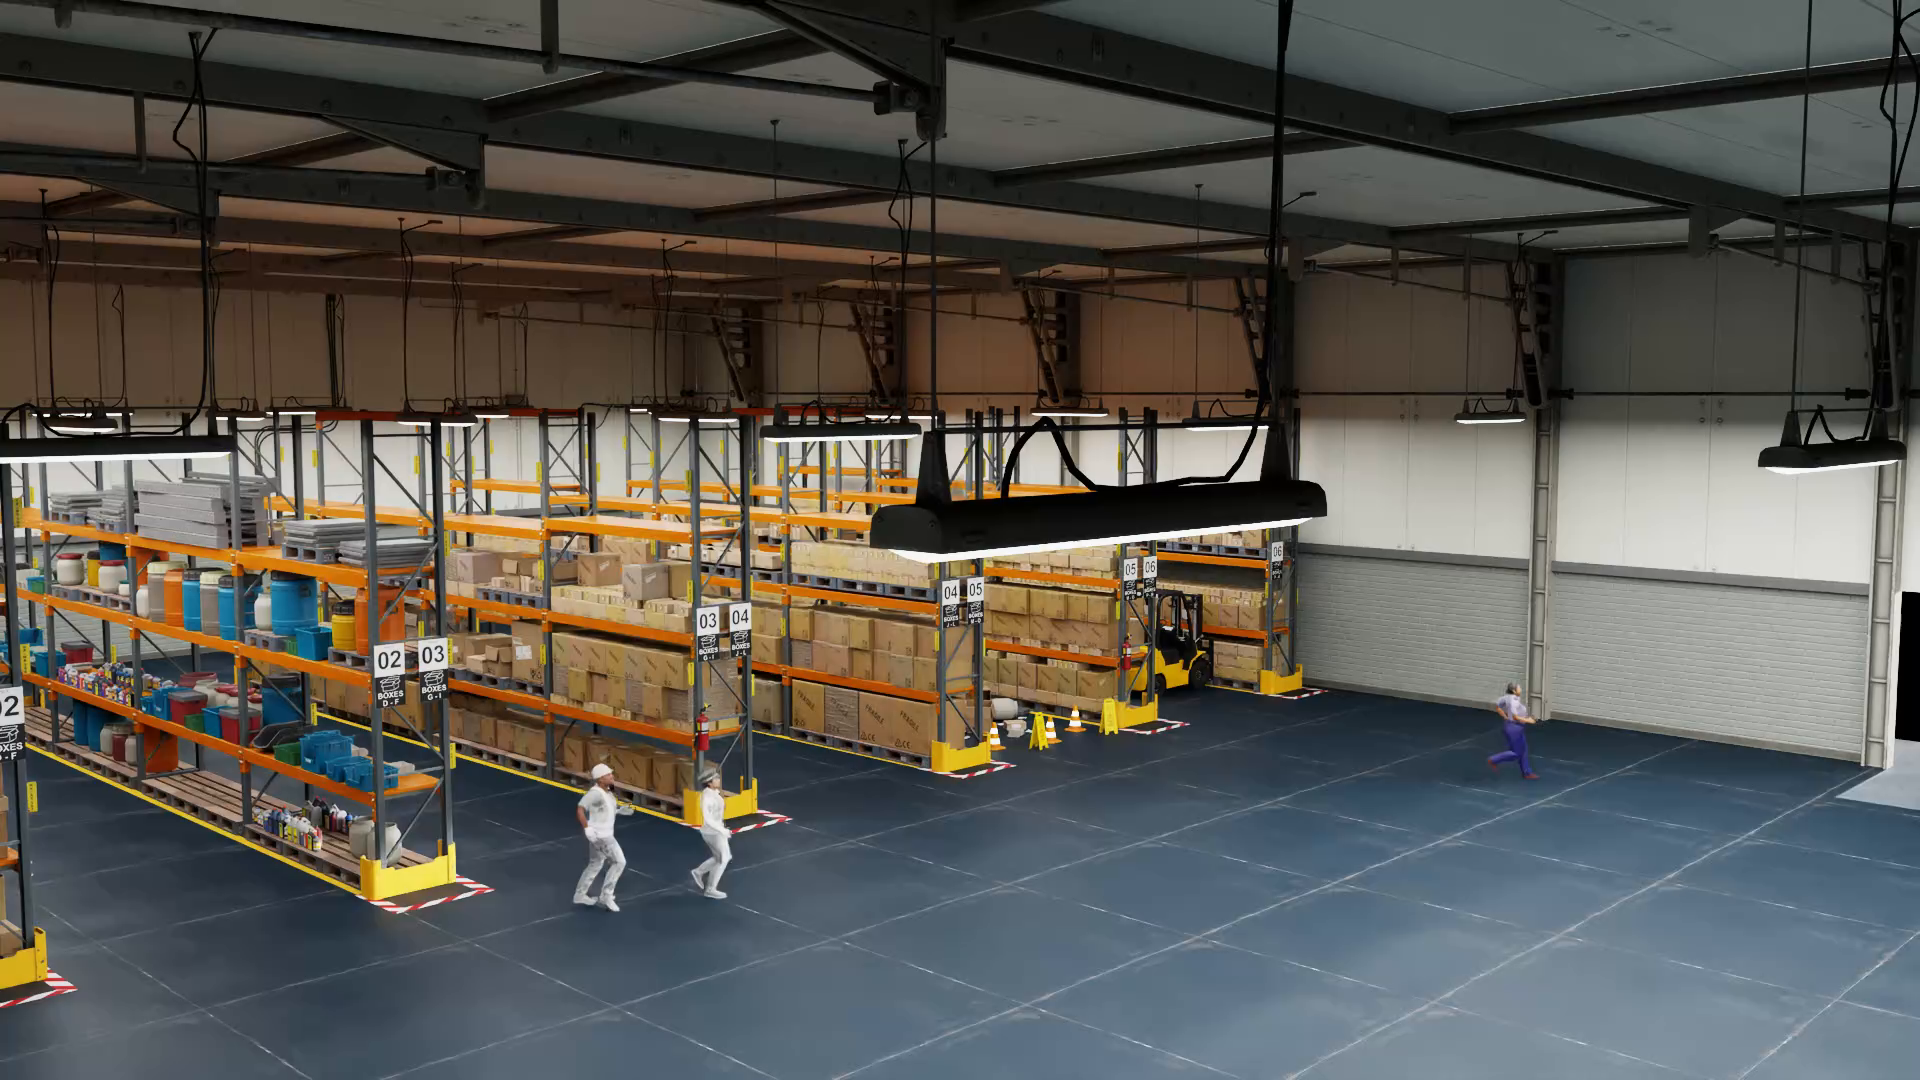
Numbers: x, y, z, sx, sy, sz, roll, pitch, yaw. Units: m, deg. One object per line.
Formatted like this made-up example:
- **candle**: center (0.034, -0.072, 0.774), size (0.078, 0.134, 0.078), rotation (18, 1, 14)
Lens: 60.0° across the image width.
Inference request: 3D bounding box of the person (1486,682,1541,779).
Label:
- **person**: center (9.079, 3.117, 27.183), size (0.878, 1.614, 0.621), rotation (0, 5, 1)

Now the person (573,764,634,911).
- **person**: center (-4.384, 3.650, 20.416), size (0.754, 1.826, 0.657), rotation (-1, 5, -12)

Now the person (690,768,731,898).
- **person**: center (-3.121, 3.666, 20.849), size (0.487, 1.667, 0.619), rotation (-1, 5, -10)

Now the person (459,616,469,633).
- **person**: center (-11.986, 1.928, 40.397), size (0.671, 1.685, 0.657), rotation (4, 7, 40)

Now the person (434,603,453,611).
- **person**: center (-12.379, 1.928, 39.819), size (0.680, 1.795, 0.845), rotation (2, 5, 22)
